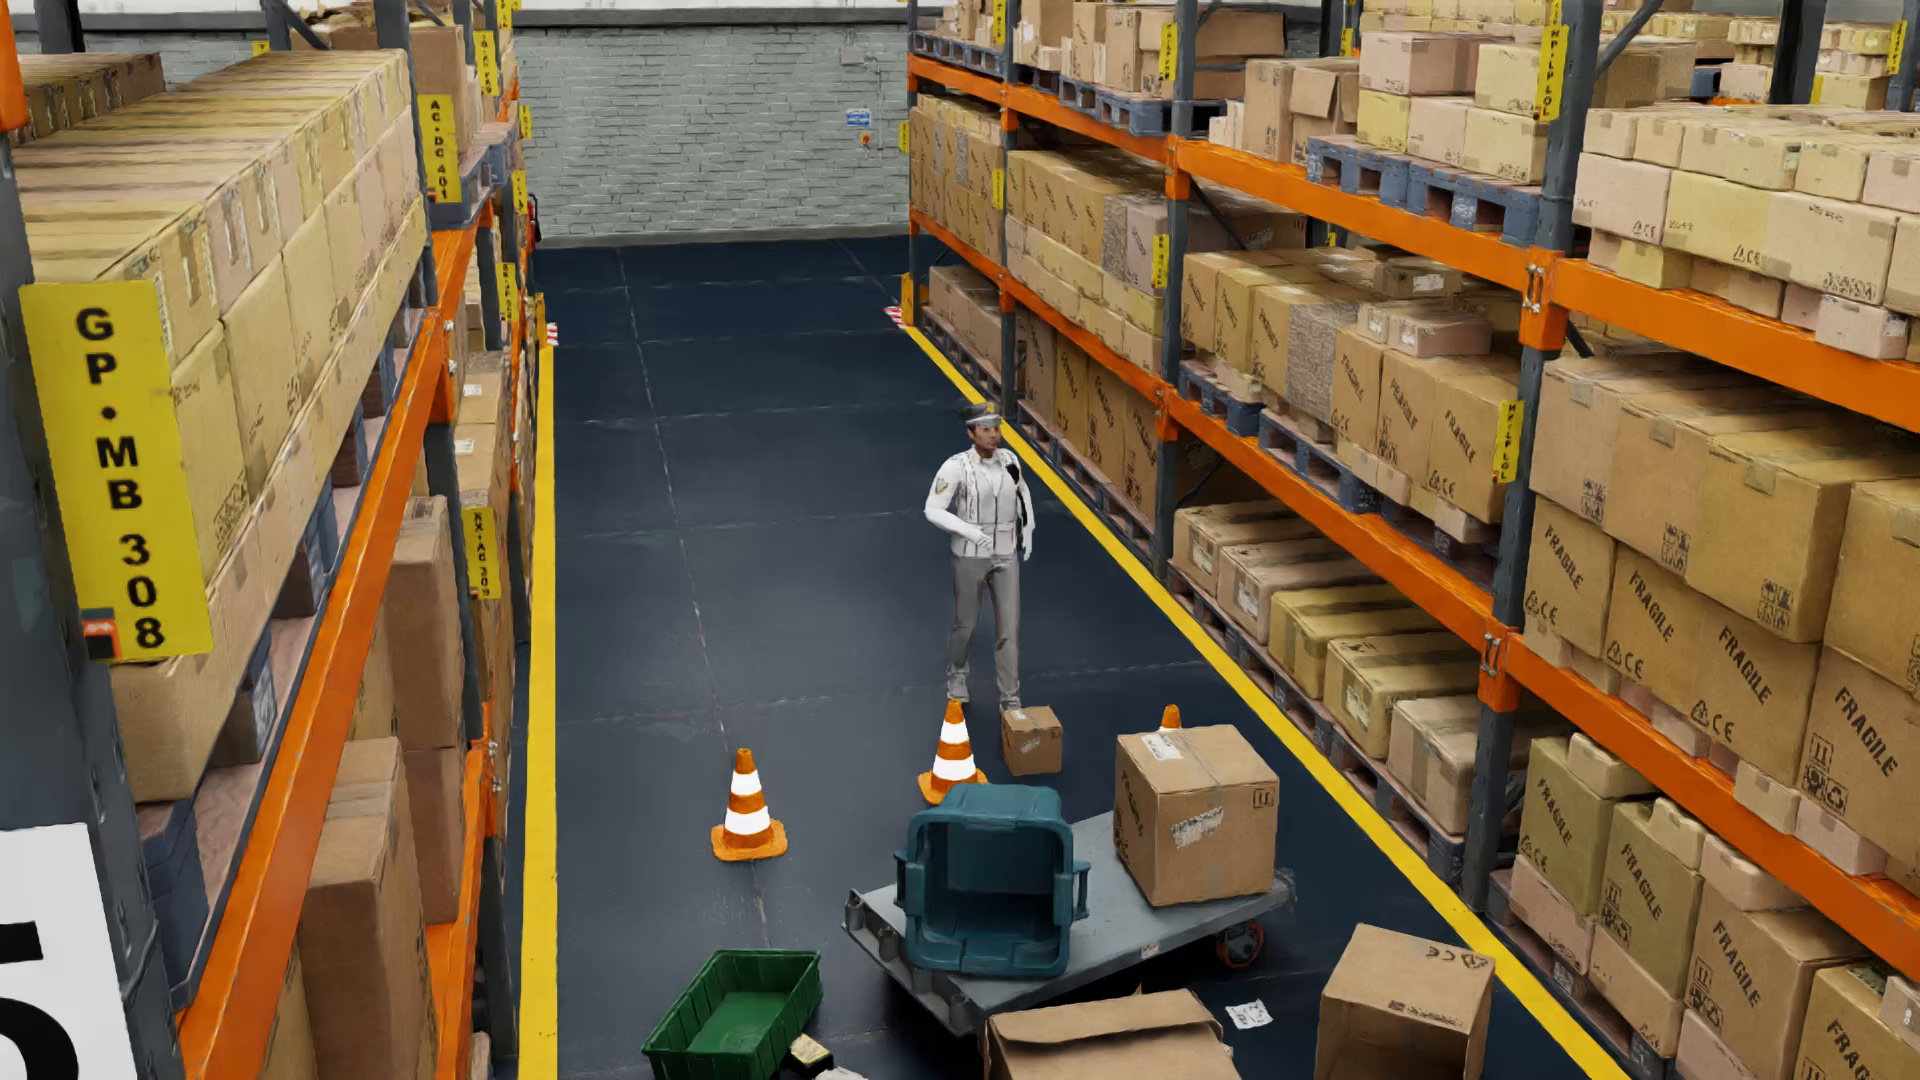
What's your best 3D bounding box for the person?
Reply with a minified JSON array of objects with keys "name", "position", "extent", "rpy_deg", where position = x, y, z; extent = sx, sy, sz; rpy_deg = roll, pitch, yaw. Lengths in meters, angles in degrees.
[{"name":"person","position":[0.175,0.114,8.691],"extent":[0.662,1.692,0.710],"rpy_deg":[-8,21,-21]}]
